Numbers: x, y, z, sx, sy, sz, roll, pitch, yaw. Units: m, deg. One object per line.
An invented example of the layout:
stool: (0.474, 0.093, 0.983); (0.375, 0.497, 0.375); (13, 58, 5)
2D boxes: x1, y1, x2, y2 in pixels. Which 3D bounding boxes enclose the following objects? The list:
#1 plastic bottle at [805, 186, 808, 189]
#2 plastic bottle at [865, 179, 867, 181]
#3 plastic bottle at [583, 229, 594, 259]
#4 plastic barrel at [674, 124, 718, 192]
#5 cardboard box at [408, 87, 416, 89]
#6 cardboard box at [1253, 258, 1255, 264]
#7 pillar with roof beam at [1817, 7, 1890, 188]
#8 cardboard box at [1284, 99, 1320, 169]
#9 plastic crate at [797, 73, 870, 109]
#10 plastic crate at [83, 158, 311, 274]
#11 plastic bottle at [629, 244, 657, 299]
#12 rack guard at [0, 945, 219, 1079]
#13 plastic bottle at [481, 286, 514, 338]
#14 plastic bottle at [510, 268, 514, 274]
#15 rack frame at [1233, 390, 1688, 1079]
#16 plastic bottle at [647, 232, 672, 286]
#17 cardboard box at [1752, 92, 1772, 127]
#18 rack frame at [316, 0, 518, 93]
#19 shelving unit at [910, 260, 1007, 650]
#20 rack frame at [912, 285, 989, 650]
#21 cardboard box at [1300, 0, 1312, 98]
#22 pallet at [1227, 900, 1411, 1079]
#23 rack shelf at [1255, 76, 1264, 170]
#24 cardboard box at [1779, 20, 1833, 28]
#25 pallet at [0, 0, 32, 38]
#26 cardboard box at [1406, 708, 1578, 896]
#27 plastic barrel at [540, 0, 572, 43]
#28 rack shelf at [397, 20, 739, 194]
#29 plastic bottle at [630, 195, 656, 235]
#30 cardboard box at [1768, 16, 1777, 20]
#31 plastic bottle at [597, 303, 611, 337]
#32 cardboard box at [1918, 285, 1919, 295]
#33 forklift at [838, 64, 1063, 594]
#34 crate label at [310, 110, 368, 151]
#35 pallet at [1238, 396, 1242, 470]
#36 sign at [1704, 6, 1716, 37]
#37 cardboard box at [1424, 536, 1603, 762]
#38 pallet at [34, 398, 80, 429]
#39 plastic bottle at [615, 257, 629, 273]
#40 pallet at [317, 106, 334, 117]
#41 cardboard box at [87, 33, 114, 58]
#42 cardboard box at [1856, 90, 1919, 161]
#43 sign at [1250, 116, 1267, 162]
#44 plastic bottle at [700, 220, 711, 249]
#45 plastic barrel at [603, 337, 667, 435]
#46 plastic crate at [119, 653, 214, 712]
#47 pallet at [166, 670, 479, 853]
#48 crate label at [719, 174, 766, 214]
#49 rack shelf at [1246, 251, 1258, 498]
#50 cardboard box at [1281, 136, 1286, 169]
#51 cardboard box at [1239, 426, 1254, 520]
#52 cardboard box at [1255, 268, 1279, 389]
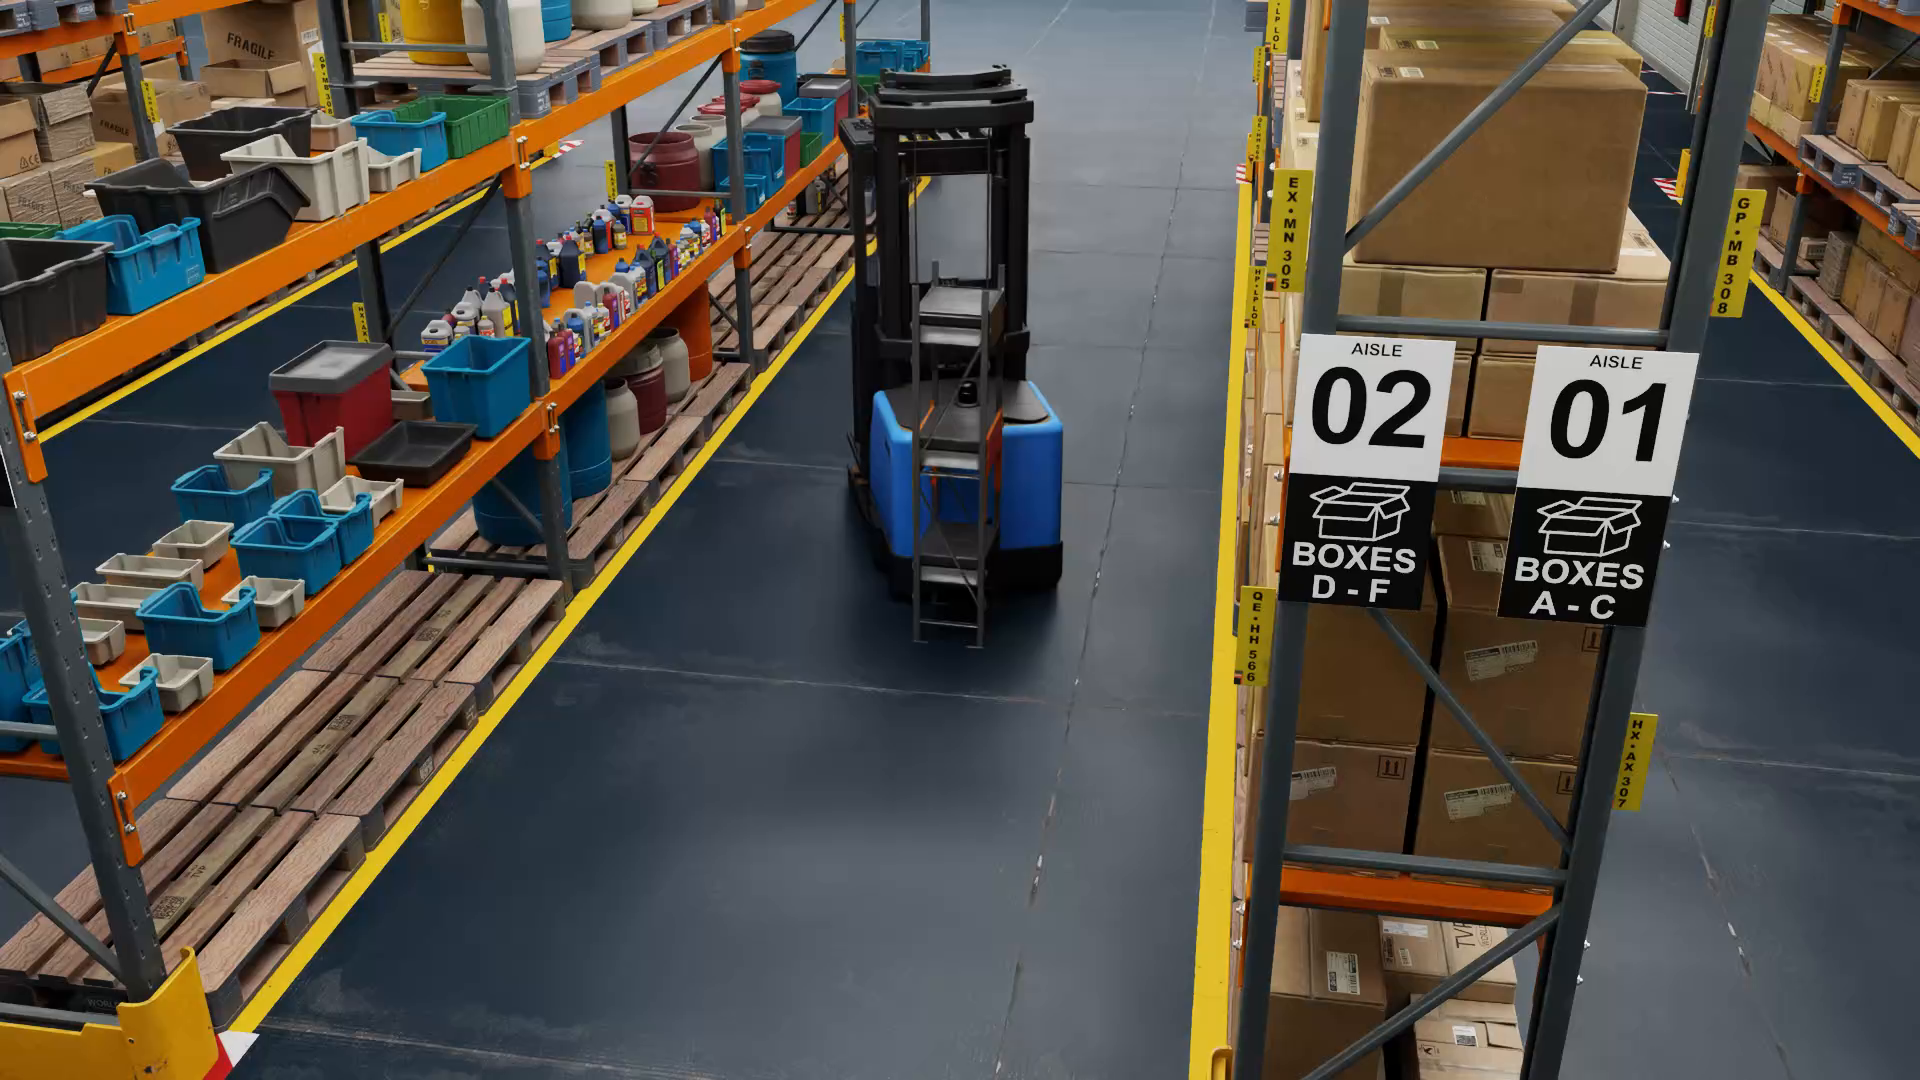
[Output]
plastic bottle: (-1.667, -3.734, 17.795); (0.144, 0.351, 0.185); (3, 25, 6)
plastic bottle: (-1.027, -3.896, 18.229); (0.152, 0.276, 0.135); (4, 25, 9)
plastic bottle: (-2.706, -2.148, 12.034); (0.097, 0.201, 0.097); (0, 25, 0)
plastic barrel: (-2.215, -3.188, 13.890); (0.421, 0.512, 0.421); (0, 25, 0)
cardboard box: (-6.020, -4.767, 17.693); (0.380, 0.149, 0.250); (4, 25, 9)
cardboard box: (2.720, -2.211, 14.022); (0.500, 0.311, 0.500); (4, 25, 8)
pillar with roof beam: (5.401, -8.014, 17.257); (9.100, 9.000, 0.400); (4, 25, 9)
cardboard box: (1.562, -1.588, 6.653); (0.500, 0.250, 0.500); (4, 25, 9)
plastic crate: (-1.308, -4.547, 16.999); (0.767, 0.338, 0.504); (4, 25, 9)
plastic crate: (-2.959, -1.297, 6.517); (0.504, 0.338, 0.767); (4, 25, 9)
plastic bottle: (-2.124, -1.796, 11.108); (0.144, 0.351, 0.185); (4, 25, 9)
rack guard: (-3.471, 1.797, 6.322); (1.175, 0.500, 0.348); (4, 25, 9)
plastic bottle: (-2.857, -1.394, 10.248); (0.144, 0.351, 0.185); (4, 25, 9)
plastic bottle: (-2.879, -1.667, 10.920); (0.152, 0.276, 0.135); (4, 25, 9)
rack frame: (1.406, 0.998, 5.079); (1.000, 3.000, 0.127); (4, 25, 9)
plastic bottle: (-2.072, -1.929, 11.392); (0.144, 0.351, 0.185); (4, 25, 9)
cardboard box: (8.190, -4.258, 16.462); (0.500, 0.250, 0.500); (4, 25, 8)
rack frame: (-2.826, -3.736, 8.117); (1.000, 3.000, 0.127); (4, 25, 9)
shelving unit: (-0.011, -0.449, 9.228); (0.431, 2.100, 0.503); (5, 26, 10)
rack frame: (-0.058, -0.347, 9.011); (0.400, 2.100, 0.015); (5, 26, 10)
cardboard box: (1.797, -2.126, 6.918); (0.700, 0.500, 0.500); (4, 25, 9)
pallet: (1.548, 1.896, 6.450); (1.003, 0.211, 1.213); (4, 25, 9)
rack shelf: (3.694, -4.531, 17.740); (1.077, 0.370, 4.000); (4, 25, 9)
cardboard box: (8.949, -5.211, 17.613); (0.500, 0.500, 0.500); (4, 25, 9)
pallet: (-7.292, -3.567, 11.518); (1.003, 0.211, 1.213); (5, 26, 11)
cardboard box: (1.739, 0.786, 5.415); (0.500, 0.500, 0.500); (5, 25, 10)
plastic barrel: (-2.698, -3.519, 10.106); (0.600, 0.901, 0.708); (4, 25, 9)
rack shelf: (-2.499, -2.888, 10.693); (1.077, 0.370, 4.000); (4, 25, 9)
plastic bottle: (-2.412, -2.467, 12.628); (0.152, 0.276, 0.135); (4, 25, 9)
cardboard box: (8.534, -5.454, 18.132); (0.500, 0.500, 0.500); (4, 25, 9)
plastic bottle: (-2.237, -1.378, 10.389); (0.097, 0.201, 0.097); (0, 25, 0)
cardboard box: (7.823, -1.951, 12.926); (0.500, 0.250, 0.500); (4, 25, 10)
forklift: (-0.164, -1.605, 10.723); (1.130, 2.935, 3.031); (-5, 25, -10)
crate label: (-3.191, -2.074, 8.415); (0.293, 0.136, 0.466); (4, 25, 9)
pallet: (2.554, -0.775, 12.156); (1.003, 0.211, 1.213); (4, 25, 9)
sign: (8.373, -5.781, 18.542); (0.100, 0.325, 0.005); (4, 25, 9)
cardboard box: (1.739, 0.333, 5.203); (0.500, 0.500, 0.500); (5, 26, 10)
pallet: (-7.464, -0.939, 12.507); (1.003, 0.211, 1.213); (4, 25, 9)
plastic bottle: (-2.250, -1.750, 11.103); (0.097, 0.271, 0.097); (0, 25, 0)
pallet: (-6.674, -4.312, 16.650); (1.003, 0.211, 1.213); (4, 25, 9)
cardboard box: (-10.928, -6.220, 20.323); (0.875, 0.550, 0.550); (4, 25, 9)
cardboard box: (8.040, -3.480, 14.009); (0.700, 0.500, 0.500); (7, 26, 14)
sign: (2.166, -2.909, 12.061); (0.100, 0.325, 0.005); (4, 25, 9)
plastic bottle: (-1.892, -2.260, 12.274); (0.097, 0.201, 0.097); (0, 25, 0)
plastic barrel: (-2.420, -1.112, 11.937); (0.600, 0.588, 0.708); (4, 25, 9)
plastic crate: (-2.981, 0.537, 6.305); (0.250, 0.136, 0.298); (4, 25, 9)
pallet: (-3.105, 1.066, 8.224); (1.003, 0.211, 1.213); (4, 25, 9)
crate label: (-1.734, -2.767, 13.320); (0.303, 0.233, 0.416); (4, 25, 9)
rack shelf: (2.387, -1.185, 10.592); (1.077, 0.370, 4.000); (4, 25, 9)
cardboard box: (1.651, -1.570, 7.205); (0.500, 0.250, 0.500); (4, 25, 9)
cardboard box: (2.029, -0.384, 10.461); (0.500, 0.500, 0.500); (4, 25, 9)
cardboard box: (1.705, -0.995, 8.040); (0.500, 0.500, 0.500); (5, 25, 10)
